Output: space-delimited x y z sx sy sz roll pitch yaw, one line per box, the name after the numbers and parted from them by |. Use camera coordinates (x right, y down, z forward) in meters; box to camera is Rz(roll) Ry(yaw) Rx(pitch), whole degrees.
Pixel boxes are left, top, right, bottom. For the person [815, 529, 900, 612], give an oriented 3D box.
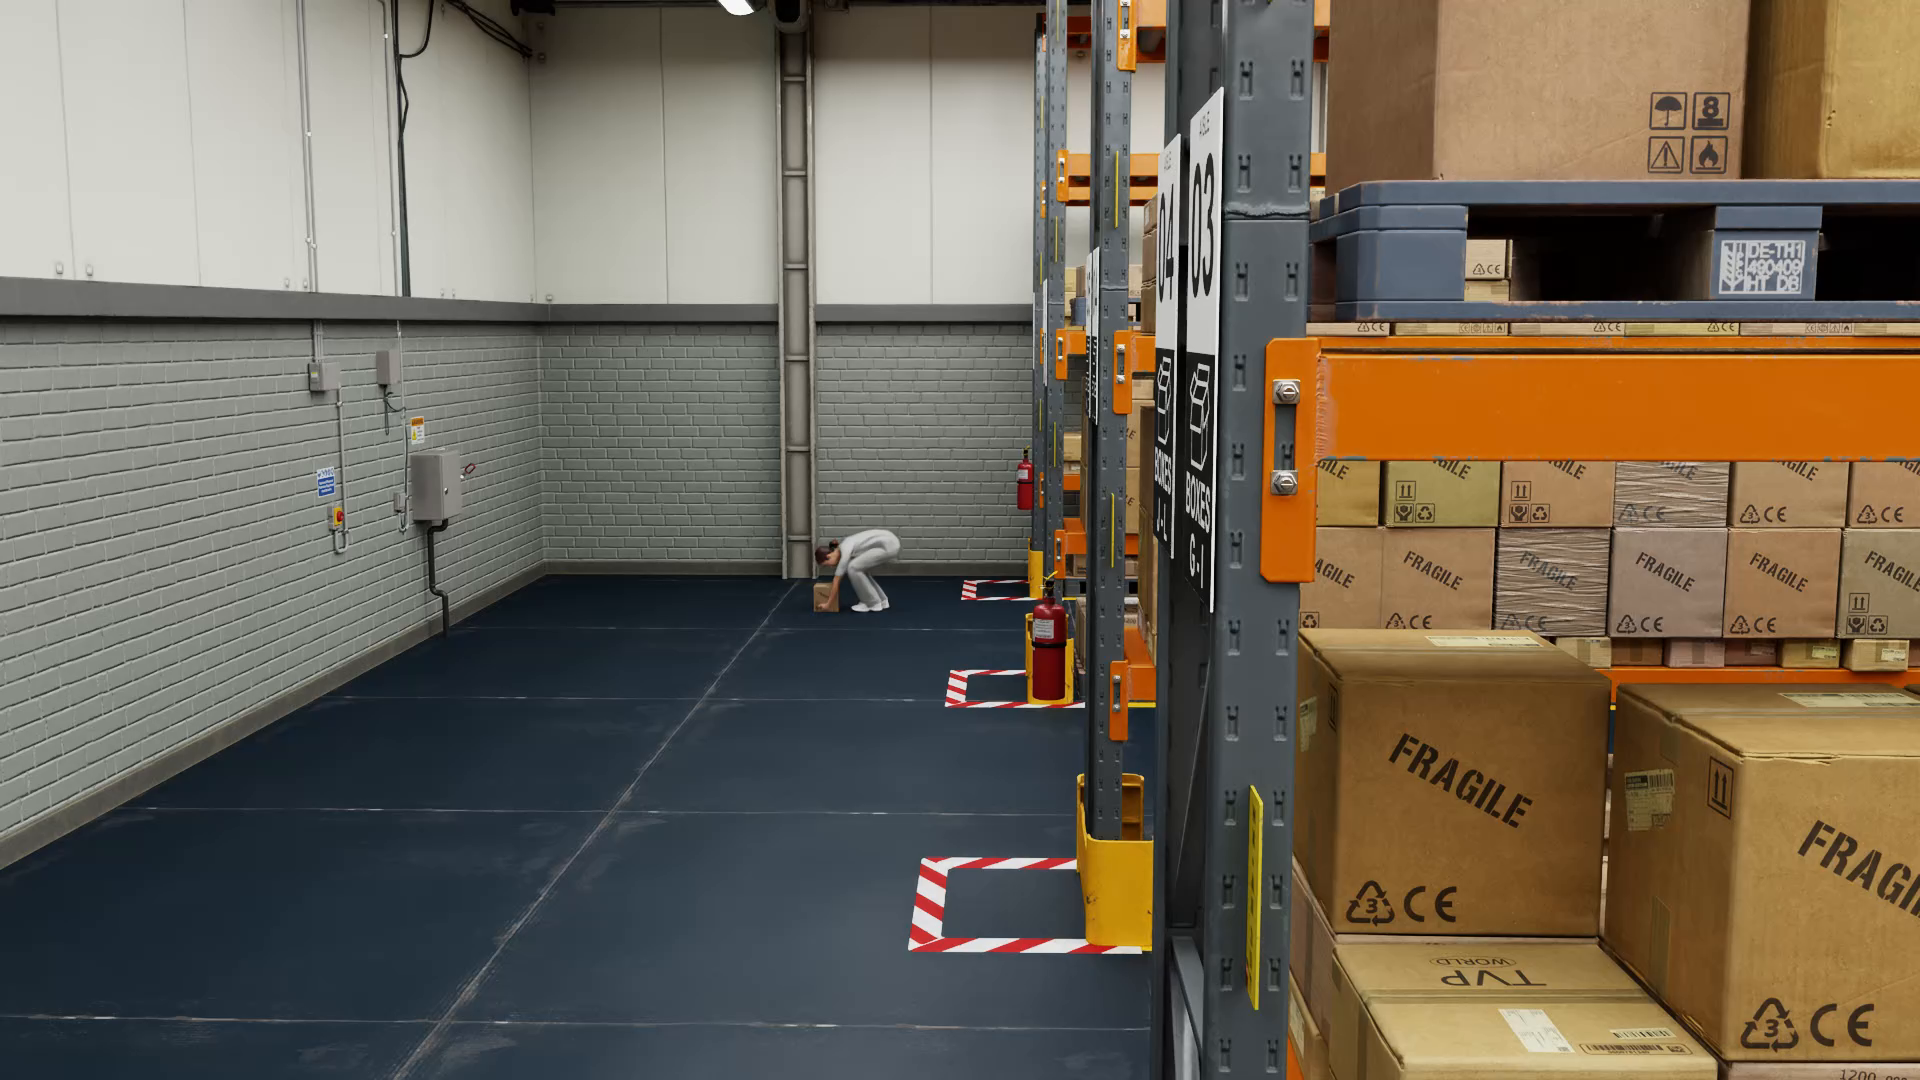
-1.031 0.312 16.793 0.859 0.828 0.463 0 7 -1 | person
